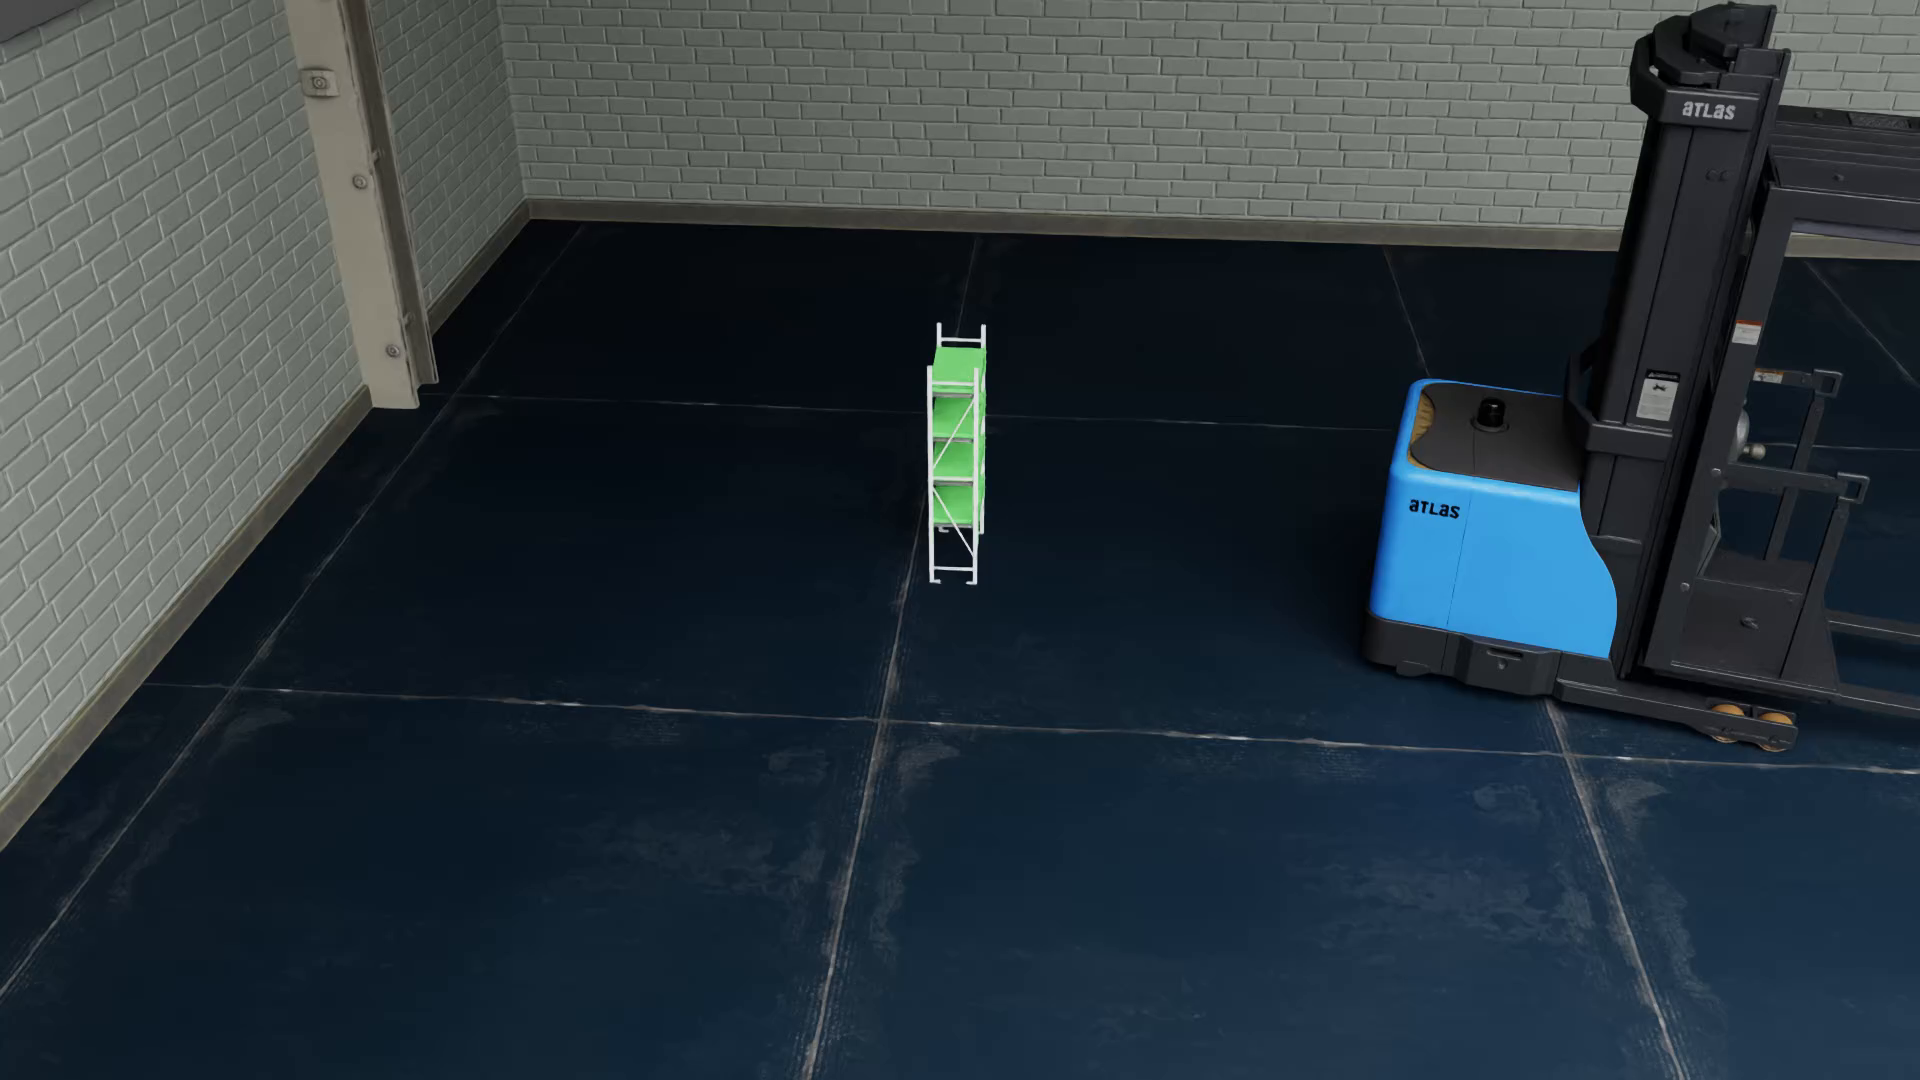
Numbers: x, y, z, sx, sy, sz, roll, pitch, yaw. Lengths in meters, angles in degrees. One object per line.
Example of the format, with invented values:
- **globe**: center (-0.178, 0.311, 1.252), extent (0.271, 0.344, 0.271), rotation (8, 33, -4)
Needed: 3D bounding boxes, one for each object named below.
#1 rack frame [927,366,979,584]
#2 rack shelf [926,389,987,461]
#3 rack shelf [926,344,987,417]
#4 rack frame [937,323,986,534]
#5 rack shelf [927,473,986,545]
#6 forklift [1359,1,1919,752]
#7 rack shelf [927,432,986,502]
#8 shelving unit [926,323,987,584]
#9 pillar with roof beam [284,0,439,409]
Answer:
- **rack frame**: center (-0.033, -0.297, 8.088), extent (0.240, 1.200, 0.015), rotation (2, 32, 4)
- **rack shelf**: center (-0.013, -0.574, 8.202), extent (0.258, 0.148, 0.480), rotation (2, 32, 4)
- **rack shelf**: center (-0.013, -0.778, 8.076), extent (0.258, 0.148, 0.480), rotation (2, 32, 4)
- **rack frame**: center (0.006, -0.552, 8.502), extent (0.240, 1.200, 0.015), rotation (2, 32, 4)
- **rack shelf**: center (-0.013, -0.166, 8.454), extent (0.258, 0.148, 0.480), rotation (2, 32, 4)
- **forklift**: center (3.440, -0.640, 6.994), extent (3.031, 2.935, 1.130), rotation (10, 33, 16)
- **rack shelf**: center (-0.013, -0.370, 8.328), extent (0.258, 0.148, 0.480), rotation (2, 32, 4)
- **shelving unit**: center (-0.013, -0.424, 8.295), extent (0.258, 1.200, 0.503), rotation (2, 32, 4)
- **pillar with roof beam**: center (0.875, -4.549, 7.555), extent (9.100, 9.000, 0.400), rotation (2, 32, 4)
